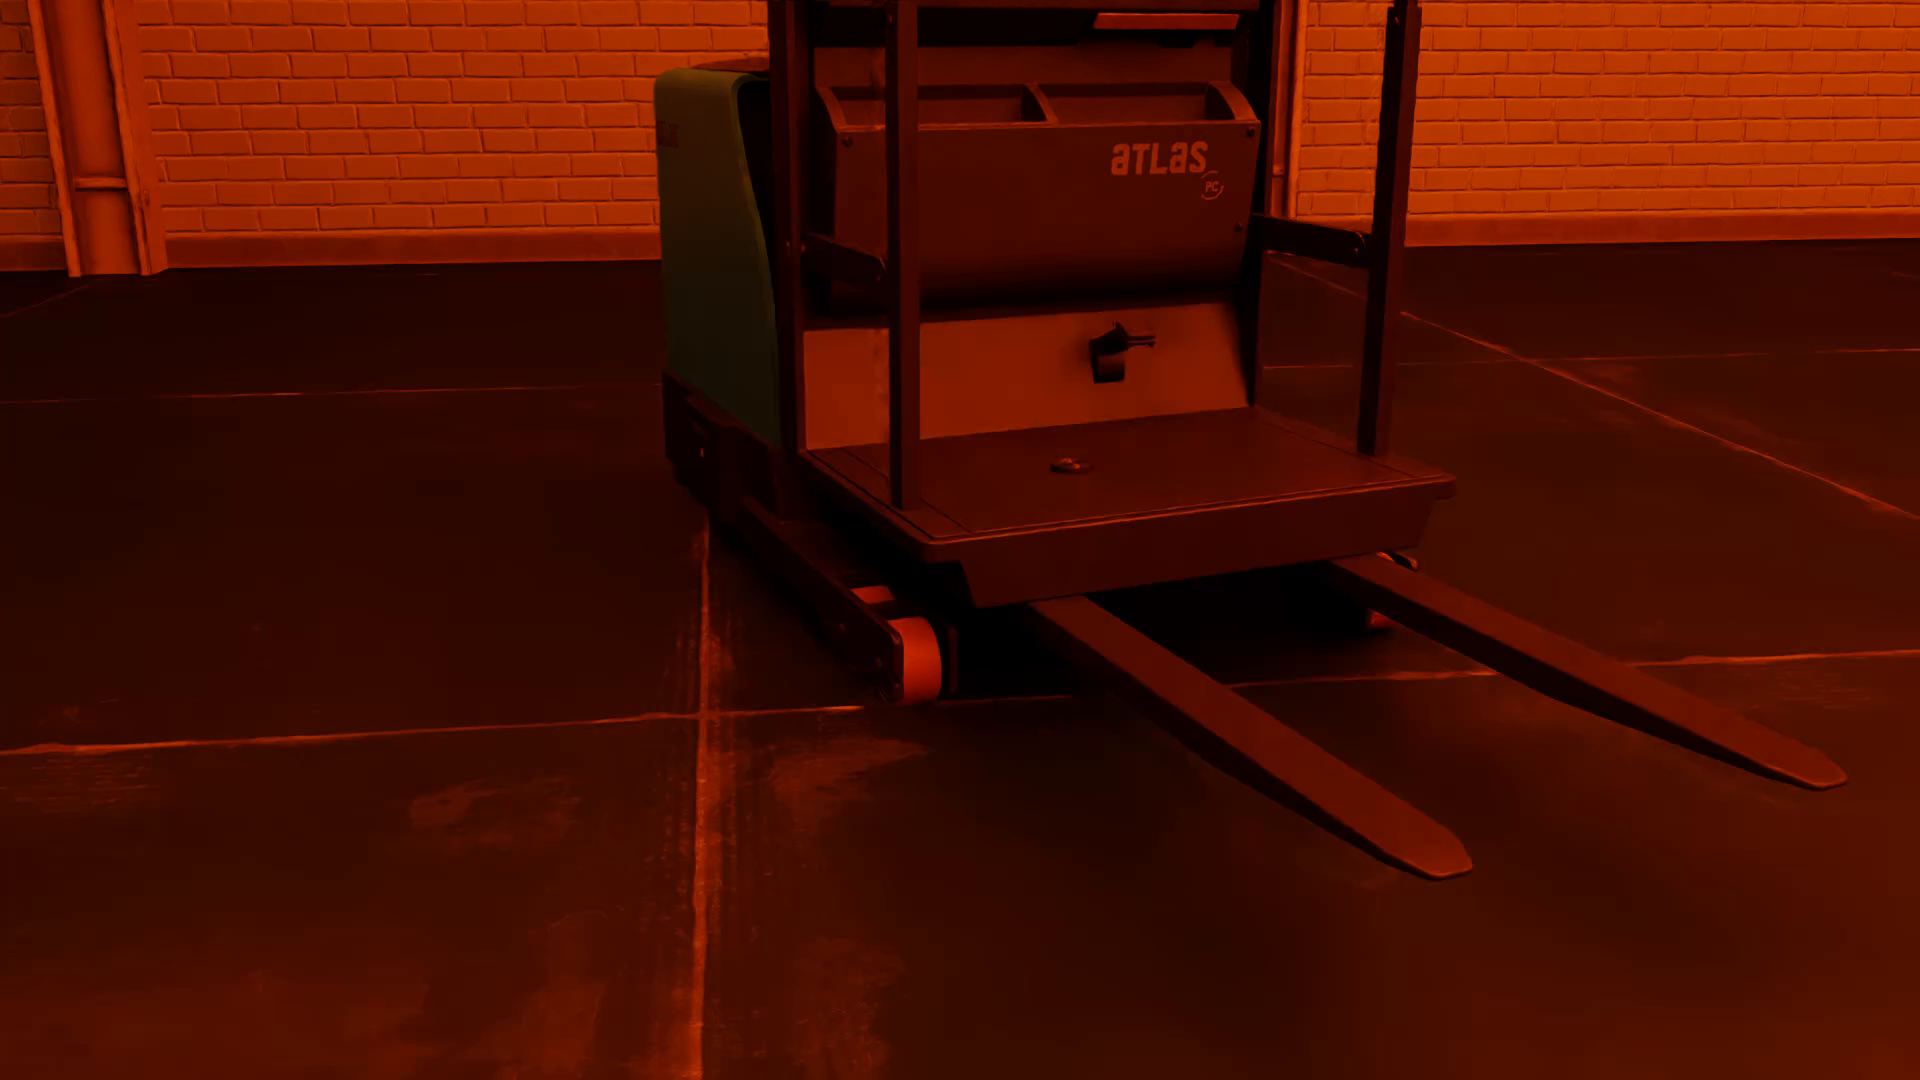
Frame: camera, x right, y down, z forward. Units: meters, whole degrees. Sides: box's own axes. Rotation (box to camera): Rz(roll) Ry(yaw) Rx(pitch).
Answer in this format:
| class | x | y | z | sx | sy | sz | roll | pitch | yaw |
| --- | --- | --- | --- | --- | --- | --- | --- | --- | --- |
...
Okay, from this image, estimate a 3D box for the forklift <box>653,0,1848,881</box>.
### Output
| class | x | y | z | sx | sy | sz | roll | pitch | yaw |
| --- | --- | --- | --- | --- | --- | --- | --- | --- | --- |
| forklift | 0.254 | -1.242 | 3.007 | 1.130 | 2.935 | 3.031 | -7 | 18 | -22 |
